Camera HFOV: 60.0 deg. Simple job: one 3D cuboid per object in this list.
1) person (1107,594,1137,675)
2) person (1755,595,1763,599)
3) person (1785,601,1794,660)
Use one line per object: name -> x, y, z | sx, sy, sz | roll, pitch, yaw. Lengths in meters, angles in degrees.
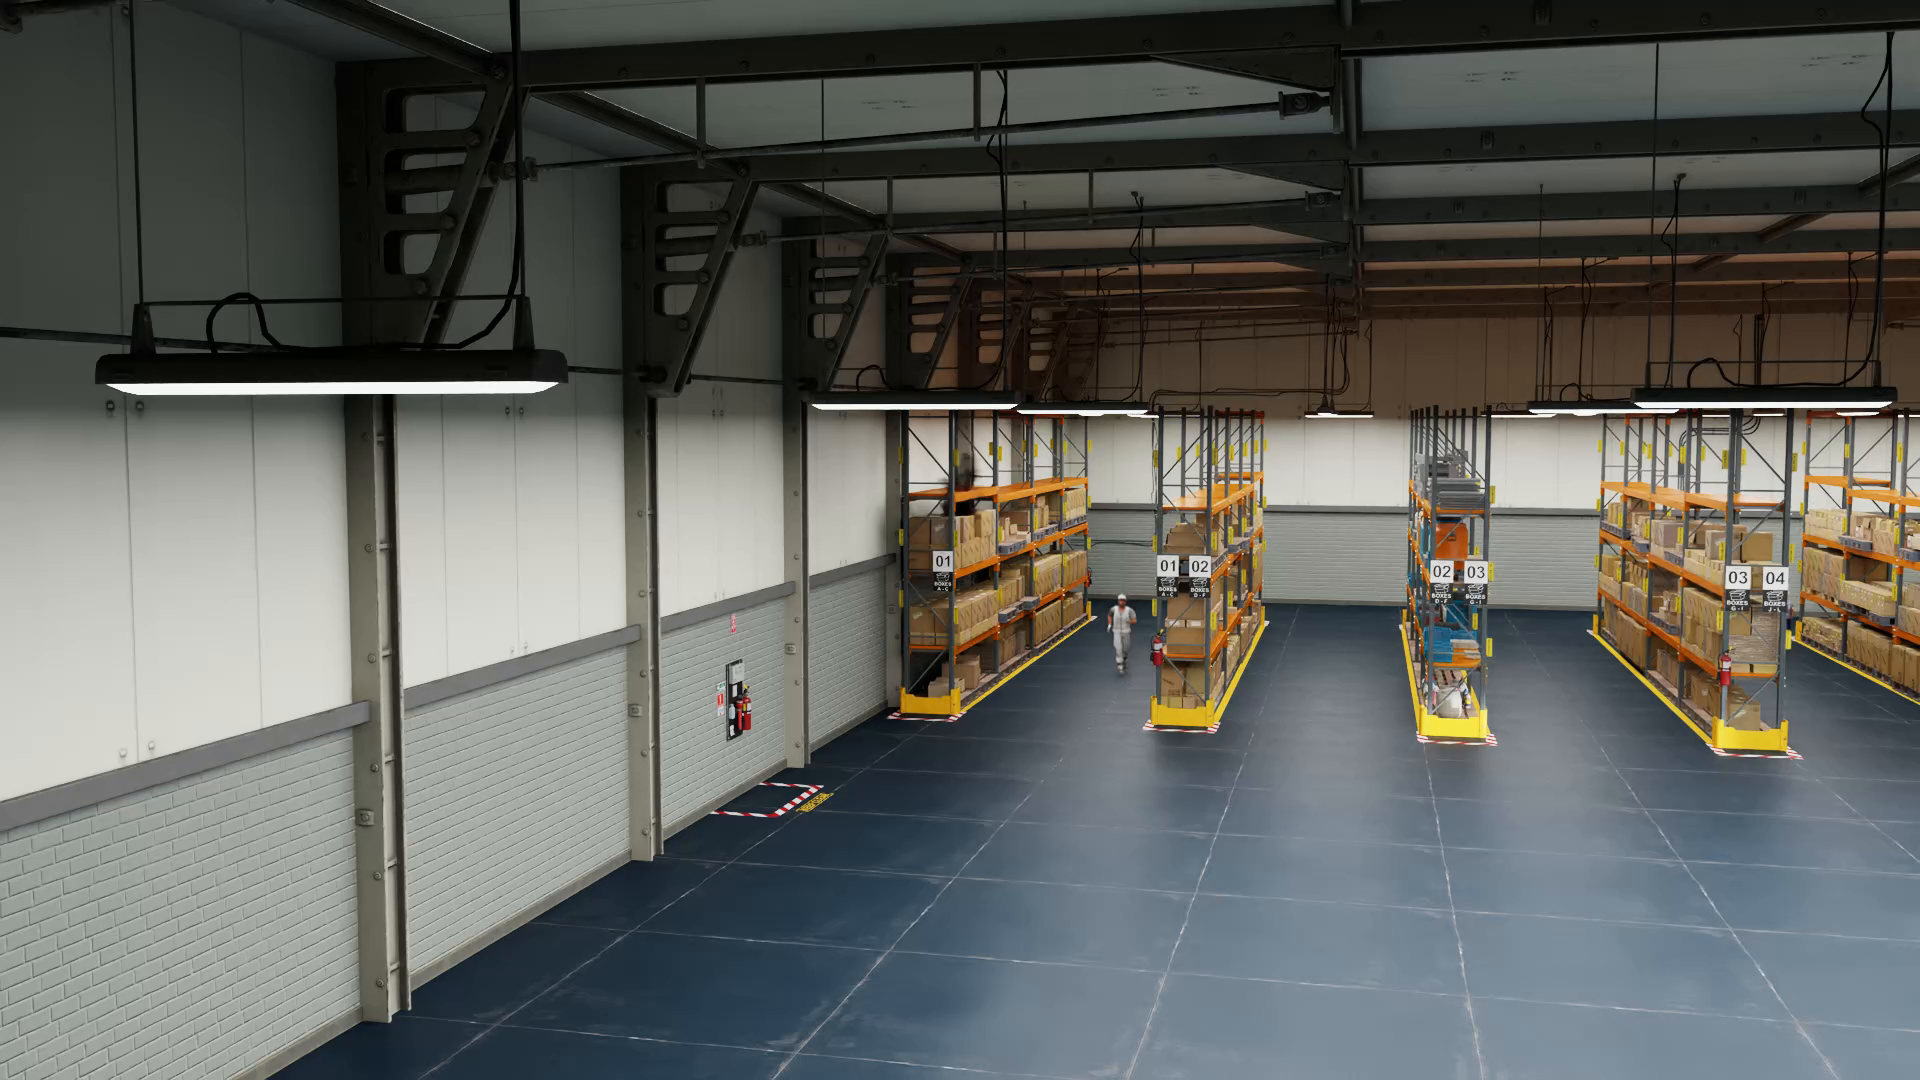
person -> 3.660, 2.105, 37.560 | 0.661, 1.769, 0.993 | 0, 4, 6
person -> 20.805, 1.758, 44.208 | 0.864, 1.607, 0.772 | -1, 4, -15
person -> 19.845, 2.037, 40.184 | 0.619, 1.651, 0.899 | 1, 4, 16
